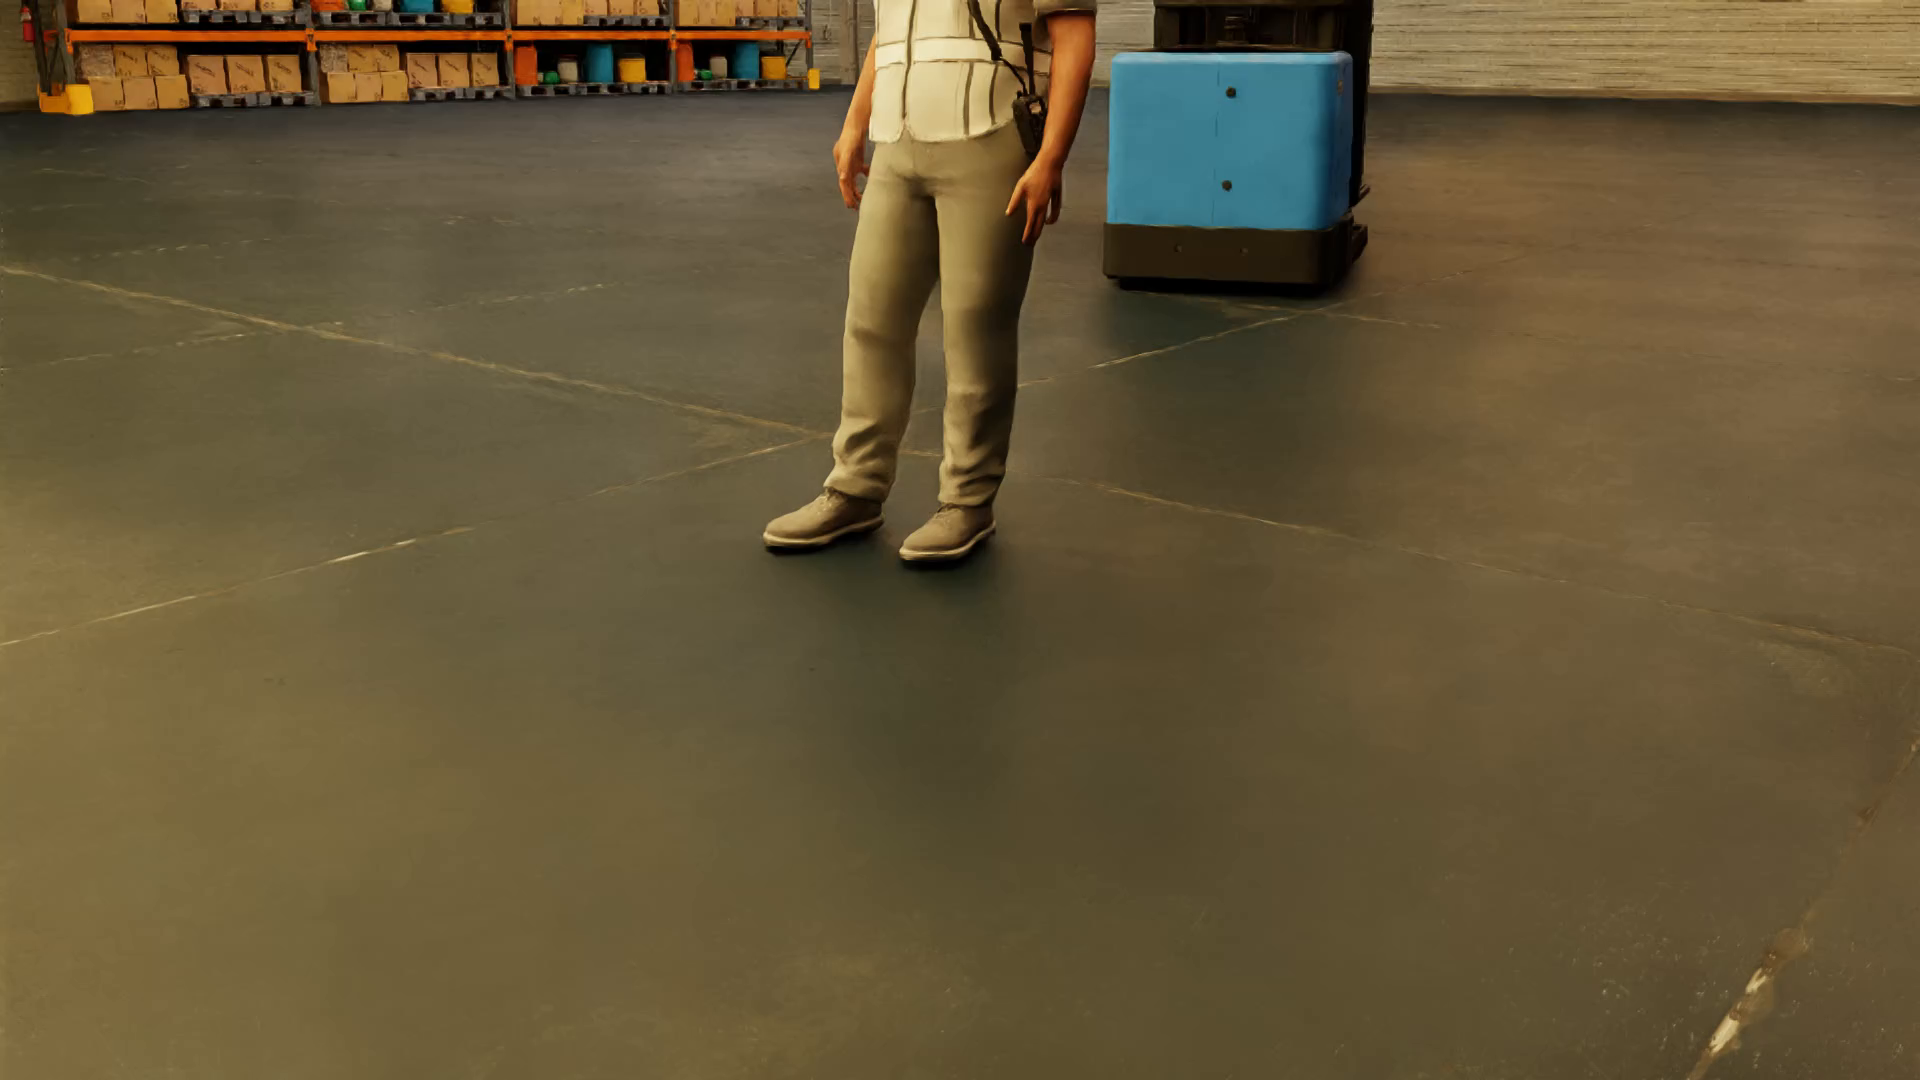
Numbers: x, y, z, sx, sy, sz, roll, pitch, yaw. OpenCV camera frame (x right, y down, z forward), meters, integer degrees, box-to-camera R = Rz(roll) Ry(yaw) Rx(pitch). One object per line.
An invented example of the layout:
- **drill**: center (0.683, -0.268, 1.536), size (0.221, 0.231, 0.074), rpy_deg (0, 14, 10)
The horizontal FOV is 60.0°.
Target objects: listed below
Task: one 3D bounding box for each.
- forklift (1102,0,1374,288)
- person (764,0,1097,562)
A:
- **forklift**: center (1.607, -2.946, 8.598), size (1.130, 2.935, 3.031), rpy_deg (5, 18, 17)
- **person**: center (-0.059, -0.845, 3.631), size (0.640, 1.781, 0.574), rpy_deg (13, 21, 37)
